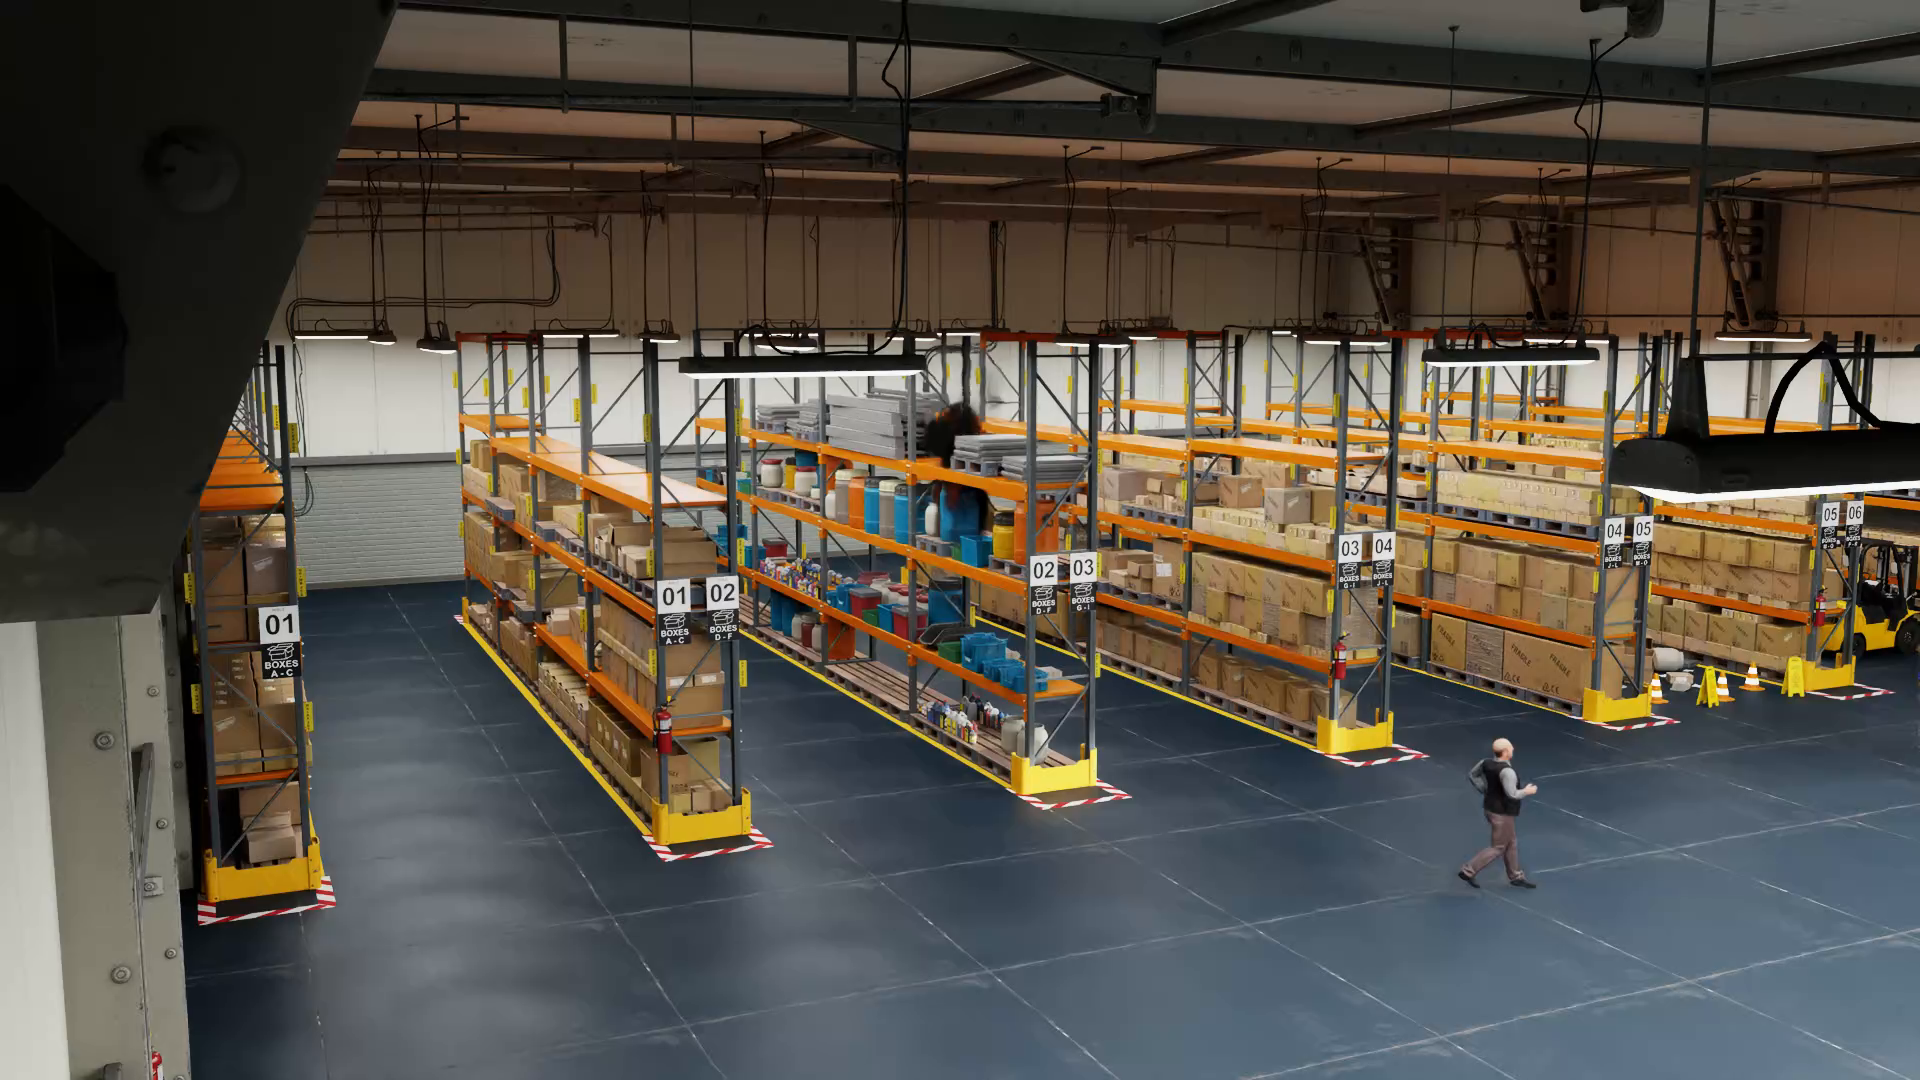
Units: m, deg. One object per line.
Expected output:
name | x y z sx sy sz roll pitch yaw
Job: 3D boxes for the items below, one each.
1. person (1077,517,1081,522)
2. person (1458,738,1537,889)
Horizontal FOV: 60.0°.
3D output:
person | 2.679 0.294 38.814 0.579 1.686 0.888 -2 8 -17
person | 5.916 3.015 18.179 0.950 1.724 0.633 -1 8 -5
